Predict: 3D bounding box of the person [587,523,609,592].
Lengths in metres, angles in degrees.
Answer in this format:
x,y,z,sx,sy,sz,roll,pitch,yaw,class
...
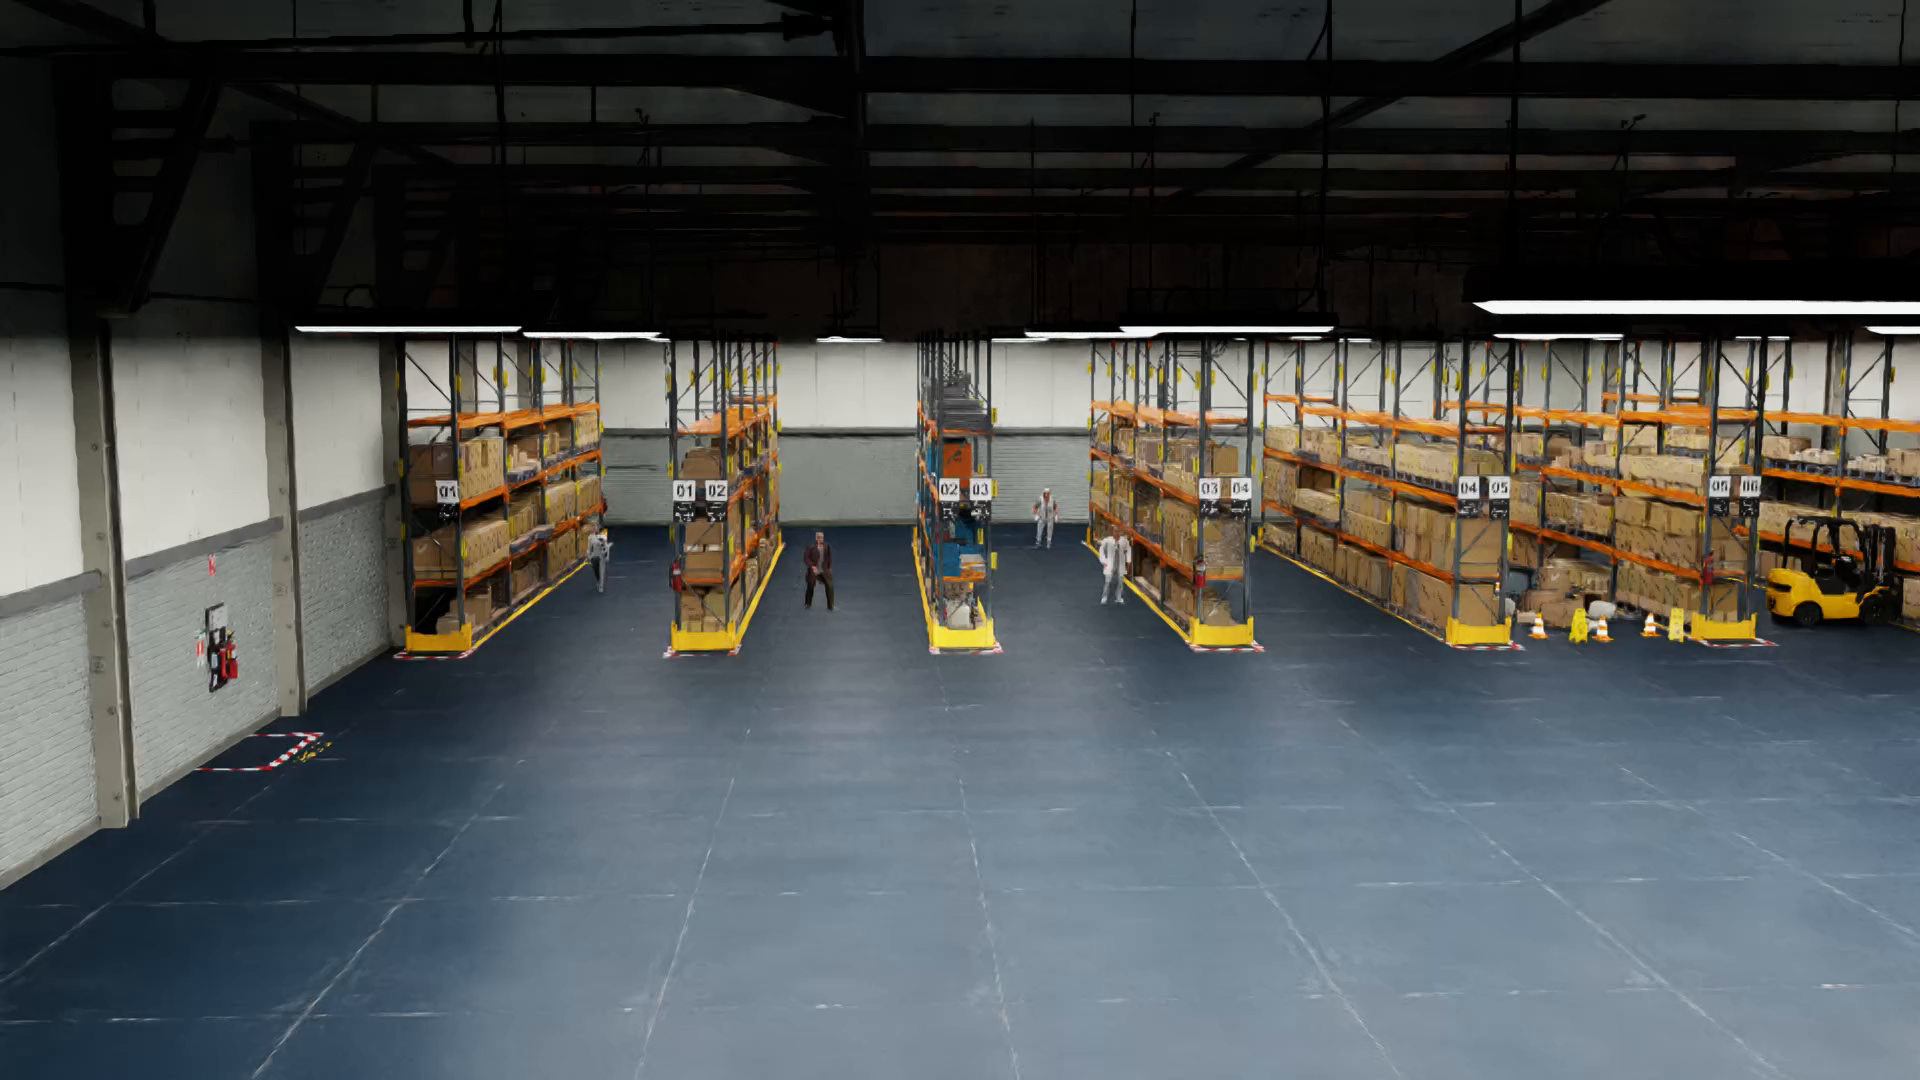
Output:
x,y,z,sx,sy,sz,roll,pitch,yaw,class
-8.414,0.364,38.591,0.495,1.576,1.072,0,7,0,person

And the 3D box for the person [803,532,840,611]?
x,y,z,sx,sy,sz,roll,pitch,yaw,class
-3.042,0.656,35.711,0.724,1.713,0.900,-2,7,-19,person

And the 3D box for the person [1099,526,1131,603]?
x,y,z,sx,sy,sz,roll,pitch,yaw,class
3.426,0.537,36.795,0.729,1.732,0.546,0,7,-4,person

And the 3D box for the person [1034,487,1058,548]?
x,y,z,sx,sy,sz,roll,pitch,yaw,class
2.400,-0.616,46.545,0.677,1.742,0.547,-1,7,-5,person
